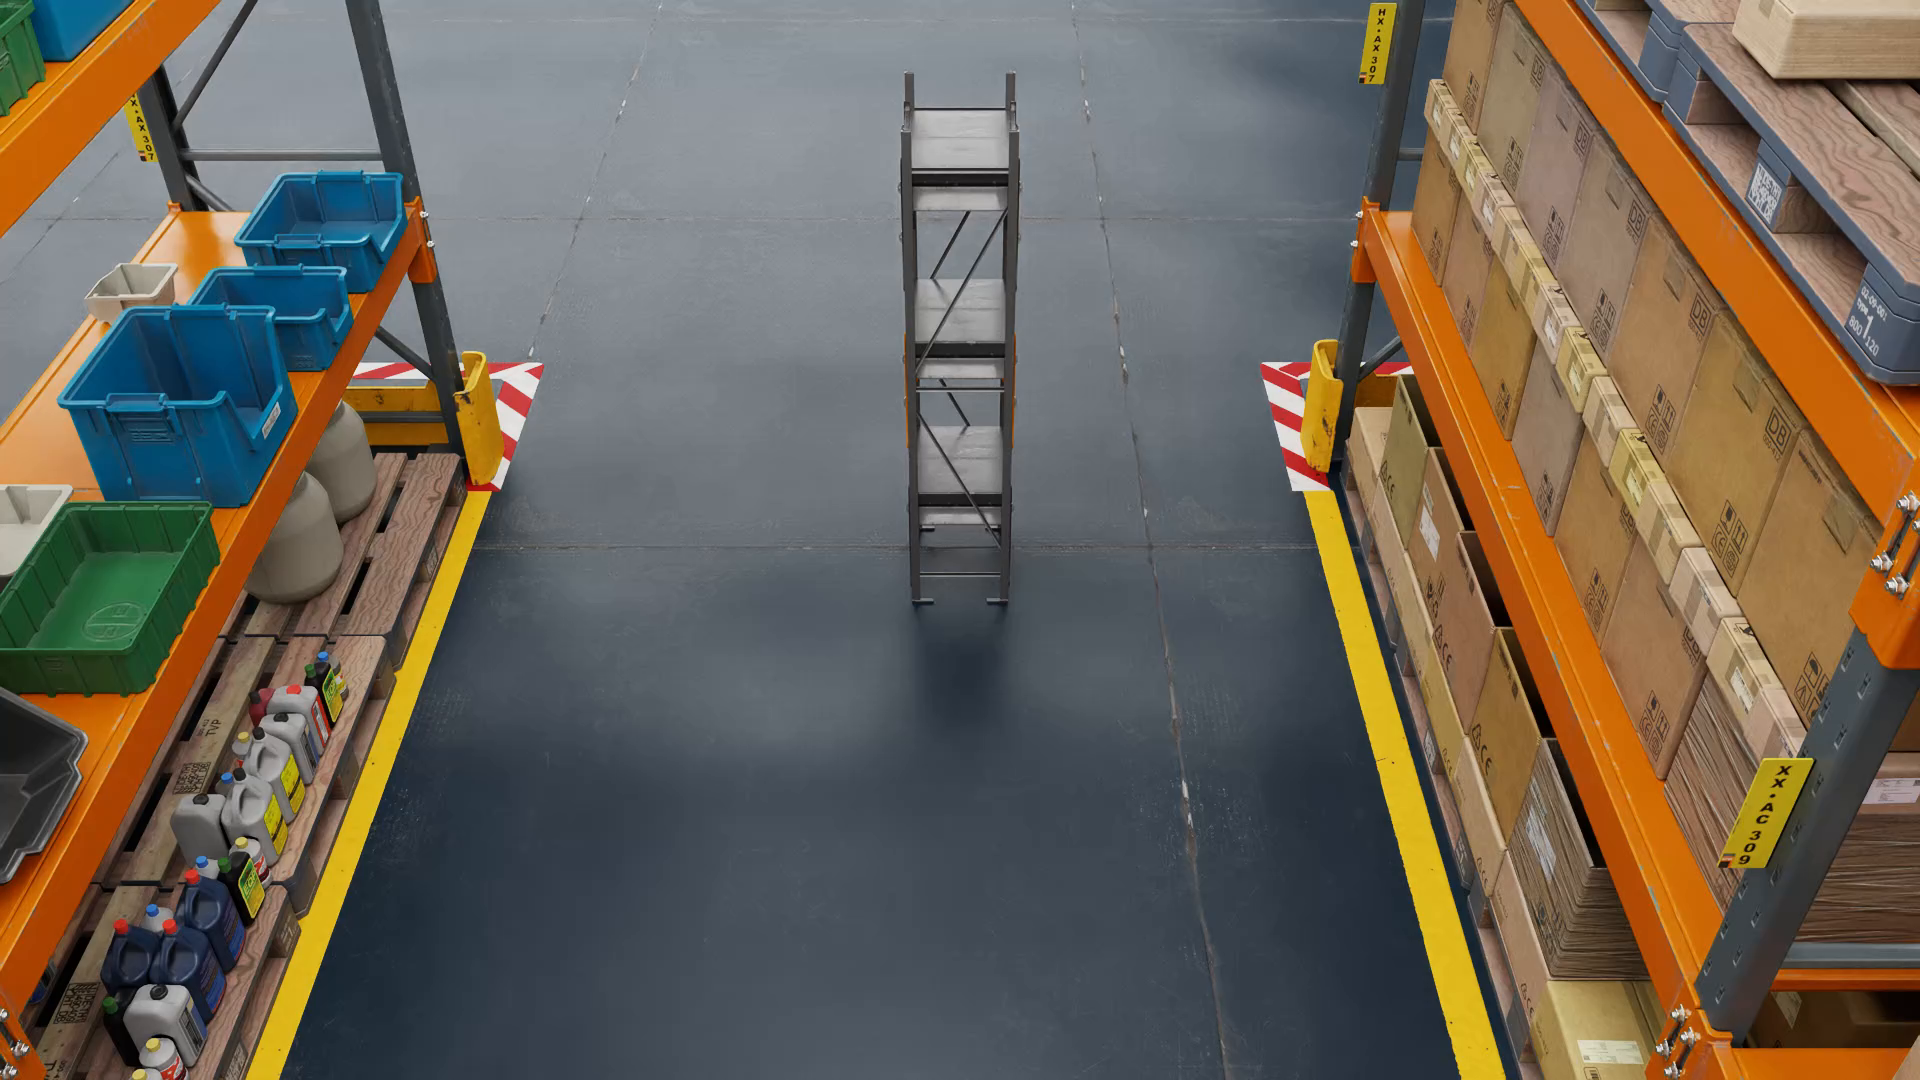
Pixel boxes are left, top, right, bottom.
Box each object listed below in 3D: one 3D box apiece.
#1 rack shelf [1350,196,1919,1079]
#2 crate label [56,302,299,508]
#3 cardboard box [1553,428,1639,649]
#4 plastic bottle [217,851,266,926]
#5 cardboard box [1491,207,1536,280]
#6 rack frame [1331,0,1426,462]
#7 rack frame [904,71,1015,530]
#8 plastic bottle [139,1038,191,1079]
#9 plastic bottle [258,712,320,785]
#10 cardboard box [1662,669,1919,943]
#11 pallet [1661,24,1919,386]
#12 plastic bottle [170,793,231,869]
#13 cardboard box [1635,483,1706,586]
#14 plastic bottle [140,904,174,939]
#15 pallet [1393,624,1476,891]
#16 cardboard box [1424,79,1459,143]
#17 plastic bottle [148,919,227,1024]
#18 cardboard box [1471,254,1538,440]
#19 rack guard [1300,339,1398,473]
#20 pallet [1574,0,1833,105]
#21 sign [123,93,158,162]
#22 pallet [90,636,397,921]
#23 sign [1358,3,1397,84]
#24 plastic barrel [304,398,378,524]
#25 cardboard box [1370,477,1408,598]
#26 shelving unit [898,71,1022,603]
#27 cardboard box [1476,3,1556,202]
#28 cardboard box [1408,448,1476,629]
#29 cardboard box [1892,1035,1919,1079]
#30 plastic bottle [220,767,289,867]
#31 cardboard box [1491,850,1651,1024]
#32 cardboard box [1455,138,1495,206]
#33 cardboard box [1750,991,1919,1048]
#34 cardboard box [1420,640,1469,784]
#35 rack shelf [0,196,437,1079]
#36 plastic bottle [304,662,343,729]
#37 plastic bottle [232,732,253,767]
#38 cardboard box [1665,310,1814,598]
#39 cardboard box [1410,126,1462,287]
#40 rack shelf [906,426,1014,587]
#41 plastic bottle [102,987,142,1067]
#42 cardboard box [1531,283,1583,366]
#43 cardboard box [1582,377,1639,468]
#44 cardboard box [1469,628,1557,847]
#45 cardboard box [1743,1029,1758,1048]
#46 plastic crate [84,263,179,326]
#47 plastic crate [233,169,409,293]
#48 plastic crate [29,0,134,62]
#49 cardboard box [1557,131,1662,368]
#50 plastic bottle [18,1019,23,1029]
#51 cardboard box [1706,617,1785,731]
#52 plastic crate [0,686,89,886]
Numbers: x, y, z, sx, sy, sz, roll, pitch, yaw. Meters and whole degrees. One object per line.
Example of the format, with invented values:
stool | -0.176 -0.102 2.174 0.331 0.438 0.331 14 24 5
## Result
rack shelf | 2.194 -0.042 5.479 1.077 0.370 4.000 0 39 0
crate label | -2.489 -0.435 5.366 0.502 0.435 0.616 0 39 0
cardboard box | 2.186 -0.032 4.811 0.700 0.500 0.500 1 39 1
plastic bottle | -2.301 1.091 5.310 0.061 0.283 0.133 2 39 2
cardboard box | 1.980 -0.974 5.468 0.380 0.149 0.250 -1 39 -2
rack frame | 2.192 -1.573 6.814 1.000 3.000 0.127 0 39 0
rack frame | 0.000 -0.868 6.655 0.400 2.100 0.015 0 39 0
plastic bottle | -2.319 1.523 4.837 0.097 0.201 0.097 0 39 0
plastic bottle | -2.348 0.712 5.789 0.152 0.276 0.135 -1 39 -1
cardboard box | 2.190 0.612 4.008 0.700 0.500 0.500 -1 39 -1
pallet | 2.170 -0.741 3.448 1.003 0.211 1.213 0 39 0
plastic bottle | -2.491 0.948 5.495 0.152 0.276 0.135 0 39 0
cardboard box | 1.980 -0.016 4.273 0.380 0.149 0.250 0 39 0
plastic bottle | -2.464 1.227 5.150 0.097 0.271 0.097 0 39 0
pallet | 2.233 0.754 6.140 1.003 0.211 1.213 0 39 0
cardboard box | 1.977 -1.620 6.274 0.380 0.149 0.250 0 39 0
plastic bottle | -2.343 1.286 5.012 0.144 0.351 0.185 1 39 1
cardboard box | 2.180 -0.681 5.621 0.700 0.500 0.500 0 39 0
rack guard | 2.192 -0.613 7.615 1.175 0.500 0.348 0 39 0
pallet | 2.171 -1.502 4.398 1.003 0.211 1.213 0 39 0
sign | -3.311 -1.682 6.729 0.100 0.325 0.005 0 39 0
pallet | -2.720 0.833 6.042 1.003 0.211 1.213 0 39 0
sign | 1.637 -1.945 6.523 0.100 0.325 0.005 0 39 0
plastic barrel | -2.684 -0.353 6.946 0.421 0.512 0.421 0 39 0
cardboard box | 1.975 -0.016 6.734 0.500 0.250 0.500 0 39 0
shelving unit | 0.000 -0.716 6.464 0.431 2.100 0.503 0 39 0
cardboard box | 2.186 -1.464 5.561 0.700 0.500 0.500 -1 39 -1
cardboard box | 1.986 0.004 6.109 0.500 0.500 0.500 0 39 0
cardboard box | 2.241 1.295 3.356 0.500 0.250 0.500 2 39 3
plastic bottle | -2.343 0.903 5.491 0.144 0.351 0.185 0 39 0
cardboard box | 1.987 1.235 5.173 0.500 0.250 0.500 0 39 0
cardboard box | 1.979 -1.299 5.873 0.380 0.149 0.250 0 39 0
cardboard box | 2.509 1.255 4.549 0.500 0.500 0.500 0 39 0
cardboard box | 1.970 0.610 5.954 0.500 0.250 0.500 0 39 0
rack shelf | -2.759 -0.040 5.477 1.077 0.370 4.000 0 39 0
plastic bottle | -2.302 0.538 6.001 0.061 0.283 0.133 1 39 1
plastic bottle | -2.472 0.753 5.798 0.097 0.201 0.097 0 39 0
cardboard box | 2.188 -0.210 3.997 0.700 0.500 0.500 0 39 0
cardboard box | 2.180 -1.320 6.419 0.700 0.500 0.500 0 39 0
rack shelf | 0.000 -0.159 6.910 0.431 0.518 0.480 0 39 0
plastic bottle | -2.453 1.417 4.904 0.061 0.283 0.133 0 39 0
cardboard box | 1.978 -0.658 5.074 0.380 0.149 0.250 0 39 0
cardboard box | 1.982 -0.328 4.662 0.380 0.149 0.250 1 39 1
cardboard box | 1.984 0.630 5.329 0.500 0.500 0.500 0 39 0
cardboard box | 2.499 1.547 4.784 0.500 0.250 0.500 0 39 0
plastic crate | -3.082 -0.909 6.197 0.298 0.136 0.250 0 39 0
plastic crate | -2.461 -1.201 6.469 0.499 0.251 0.616 0 39 0
plastic crate | -2.458 -1.544 4.392 0.392 0.384 0.575 0 39 0
cardboard box | 2.188 -0.836 4.777 0.700 0.500 0.500 0 39 0
plastic bottle | -2.901 1.389 4.885 0.144 0.351 0.185 0 39 0
cardboard box | 1.984 0.312 3.864 0.380 0.149 0.250 -1 39 -1
plastic crate | -2.630 0.626 4.119 0.767 0.338 0.504 0 39 0
